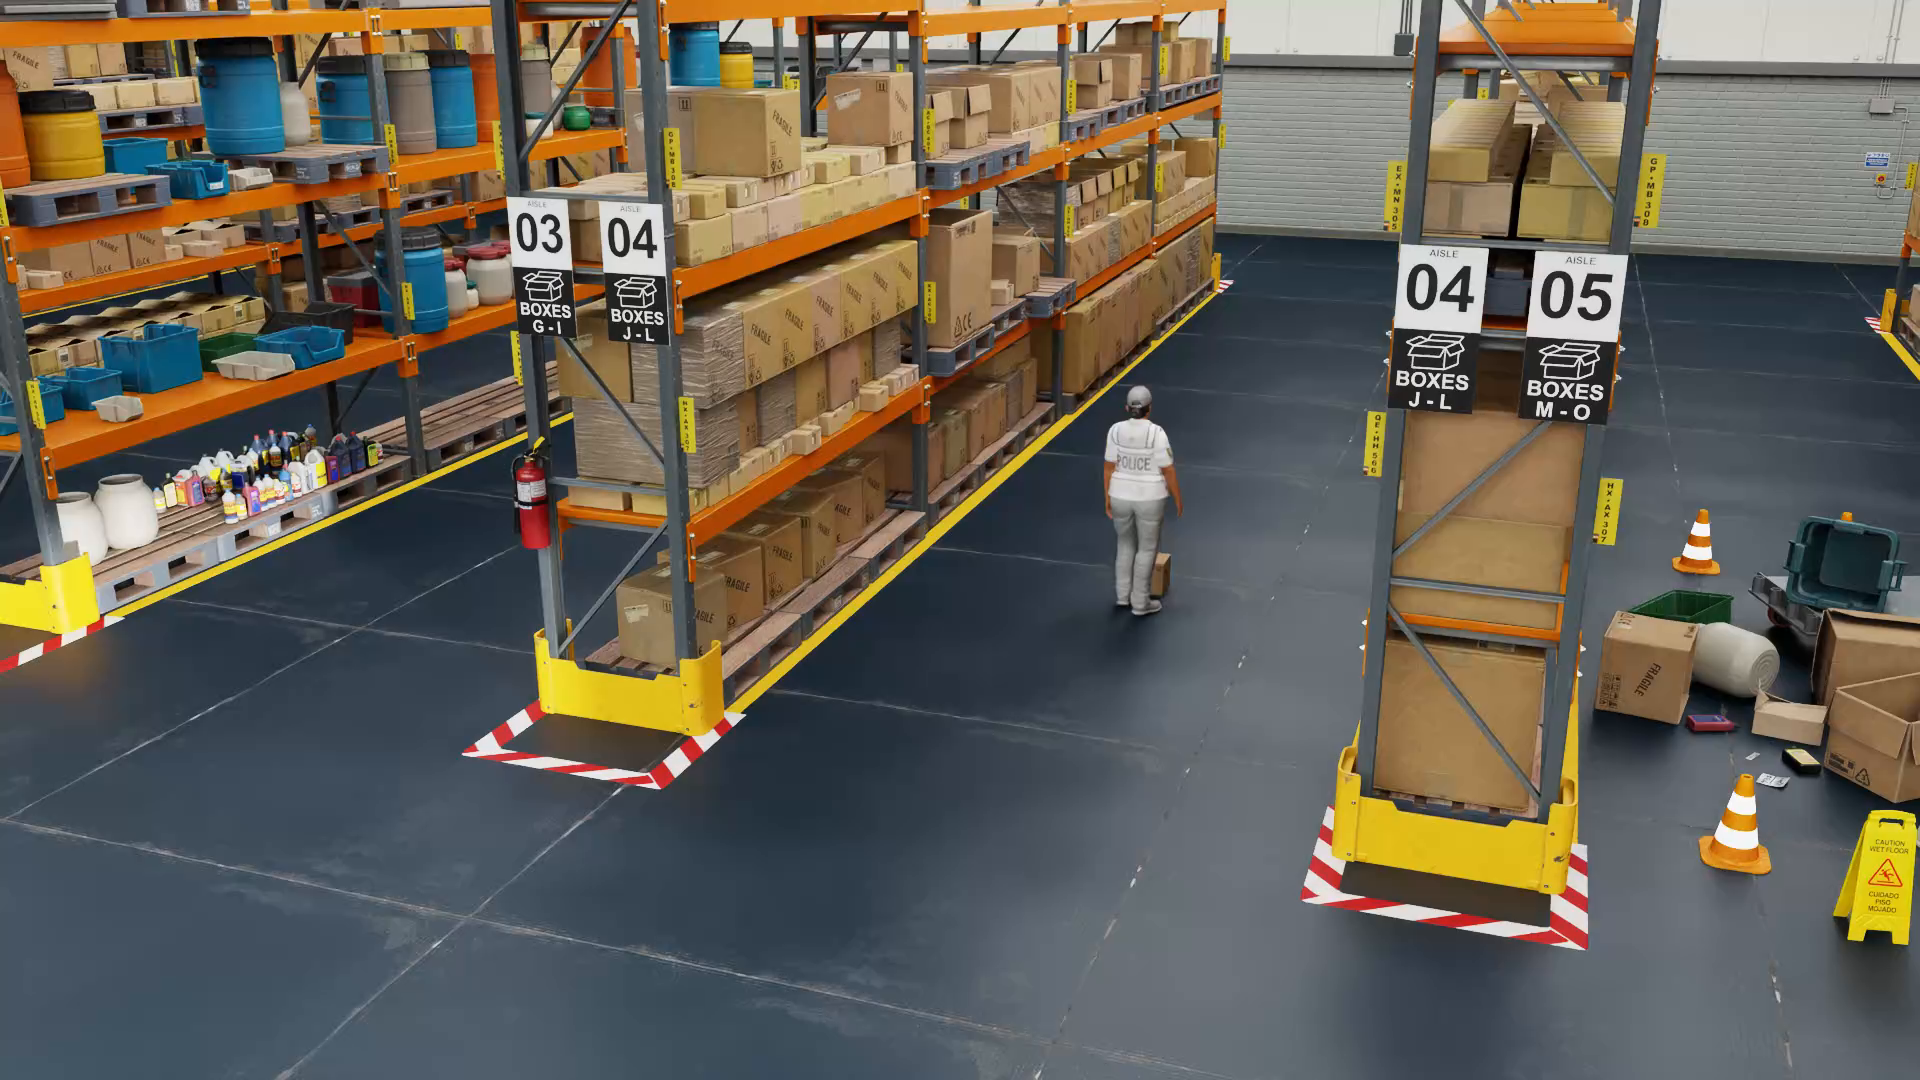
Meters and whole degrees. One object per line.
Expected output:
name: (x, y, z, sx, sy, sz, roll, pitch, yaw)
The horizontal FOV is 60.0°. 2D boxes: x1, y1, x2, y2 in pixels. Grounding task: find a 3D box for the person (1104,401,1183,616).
person: (1.316, -0.262, 11.890, 0.540, 1.692, 0.456, 11, 21, 28)
